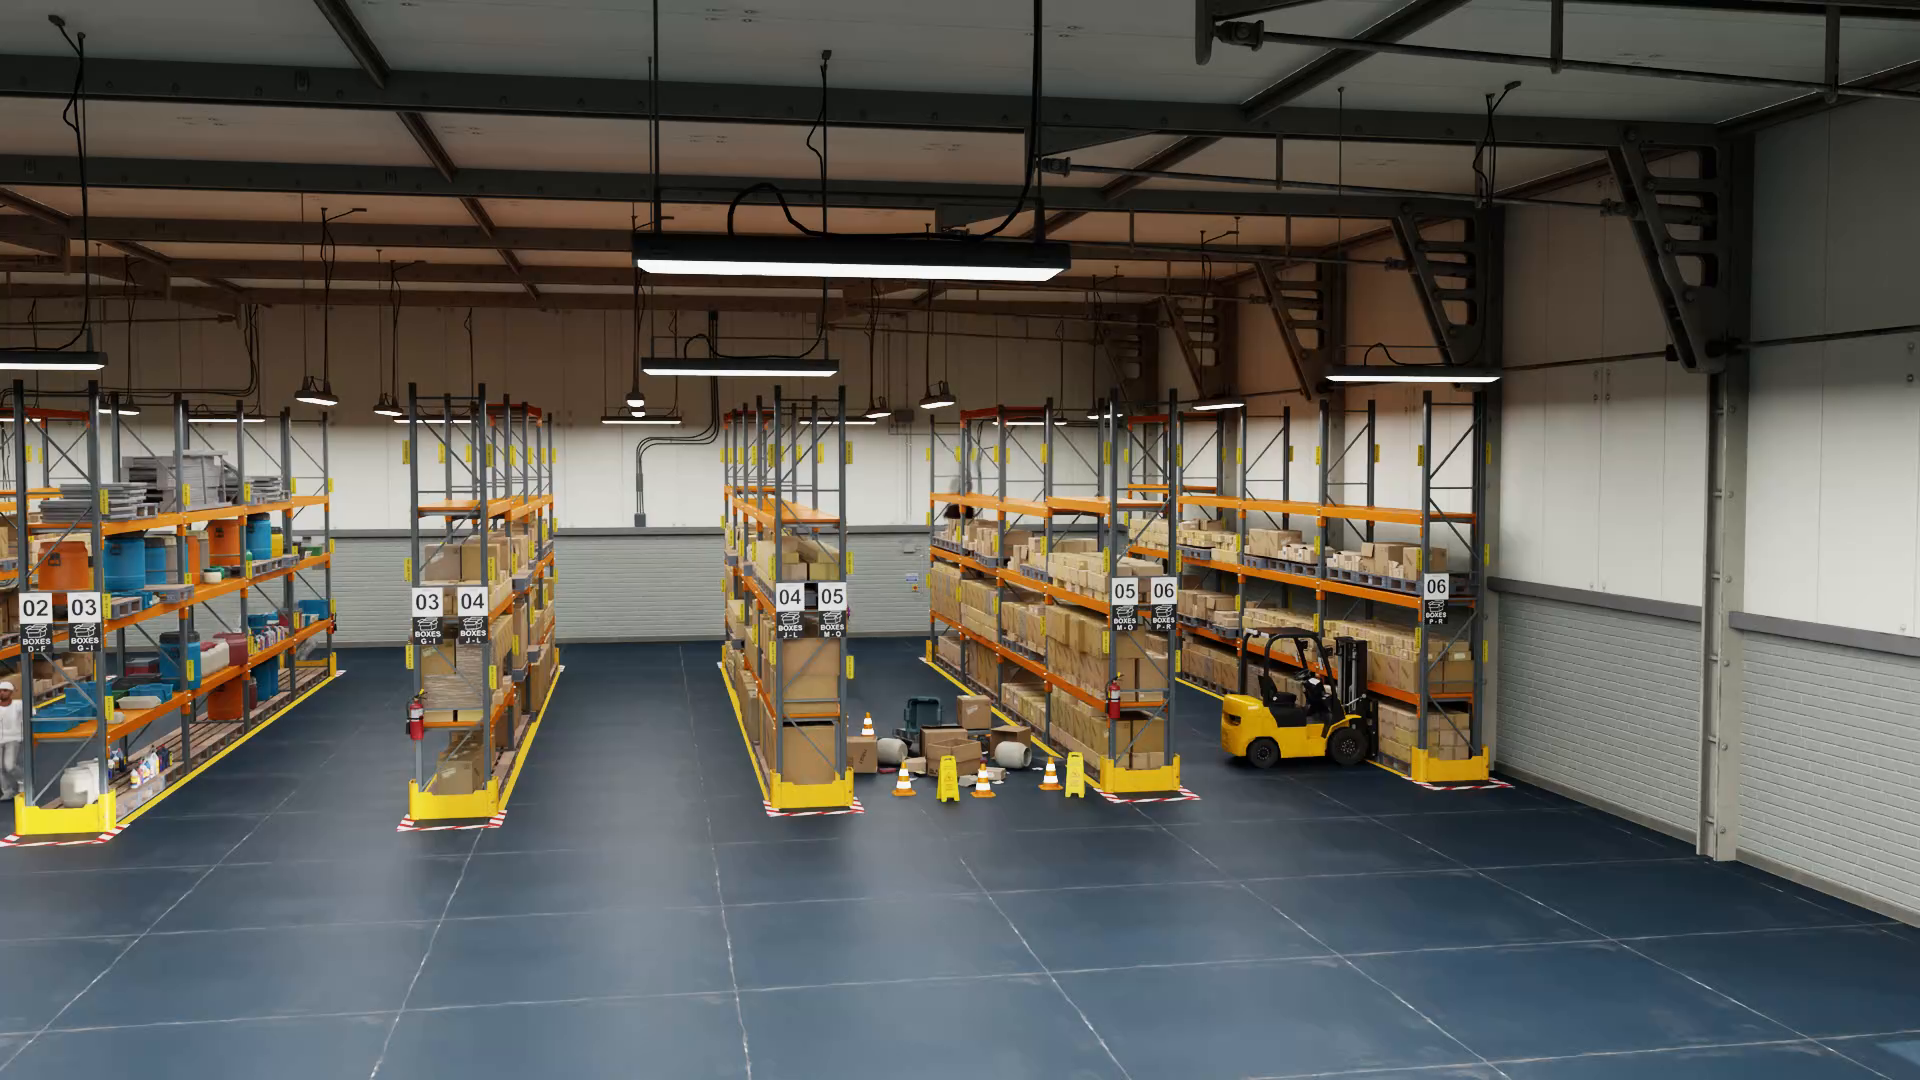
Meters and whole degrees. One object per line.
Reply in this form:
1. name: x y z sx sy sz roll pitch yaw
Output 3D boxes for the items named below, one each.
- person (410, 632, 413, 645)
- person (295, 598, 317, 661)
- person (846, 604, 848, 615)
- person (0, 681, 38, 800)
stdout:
1. person: -11.284 2.428 35.235 0.694 1.591 0.825 -1 3 -22
2. person: -15.443 2.193 39.154 0.777 1.657 0.601 0 3 -9
3. person: -2.860 1.972 37.334 0.710 1.864 0.848 -1 3 -11
4. person: -13.815 2.916 24.066 0.738 1.727 0.582 0 3 -6
